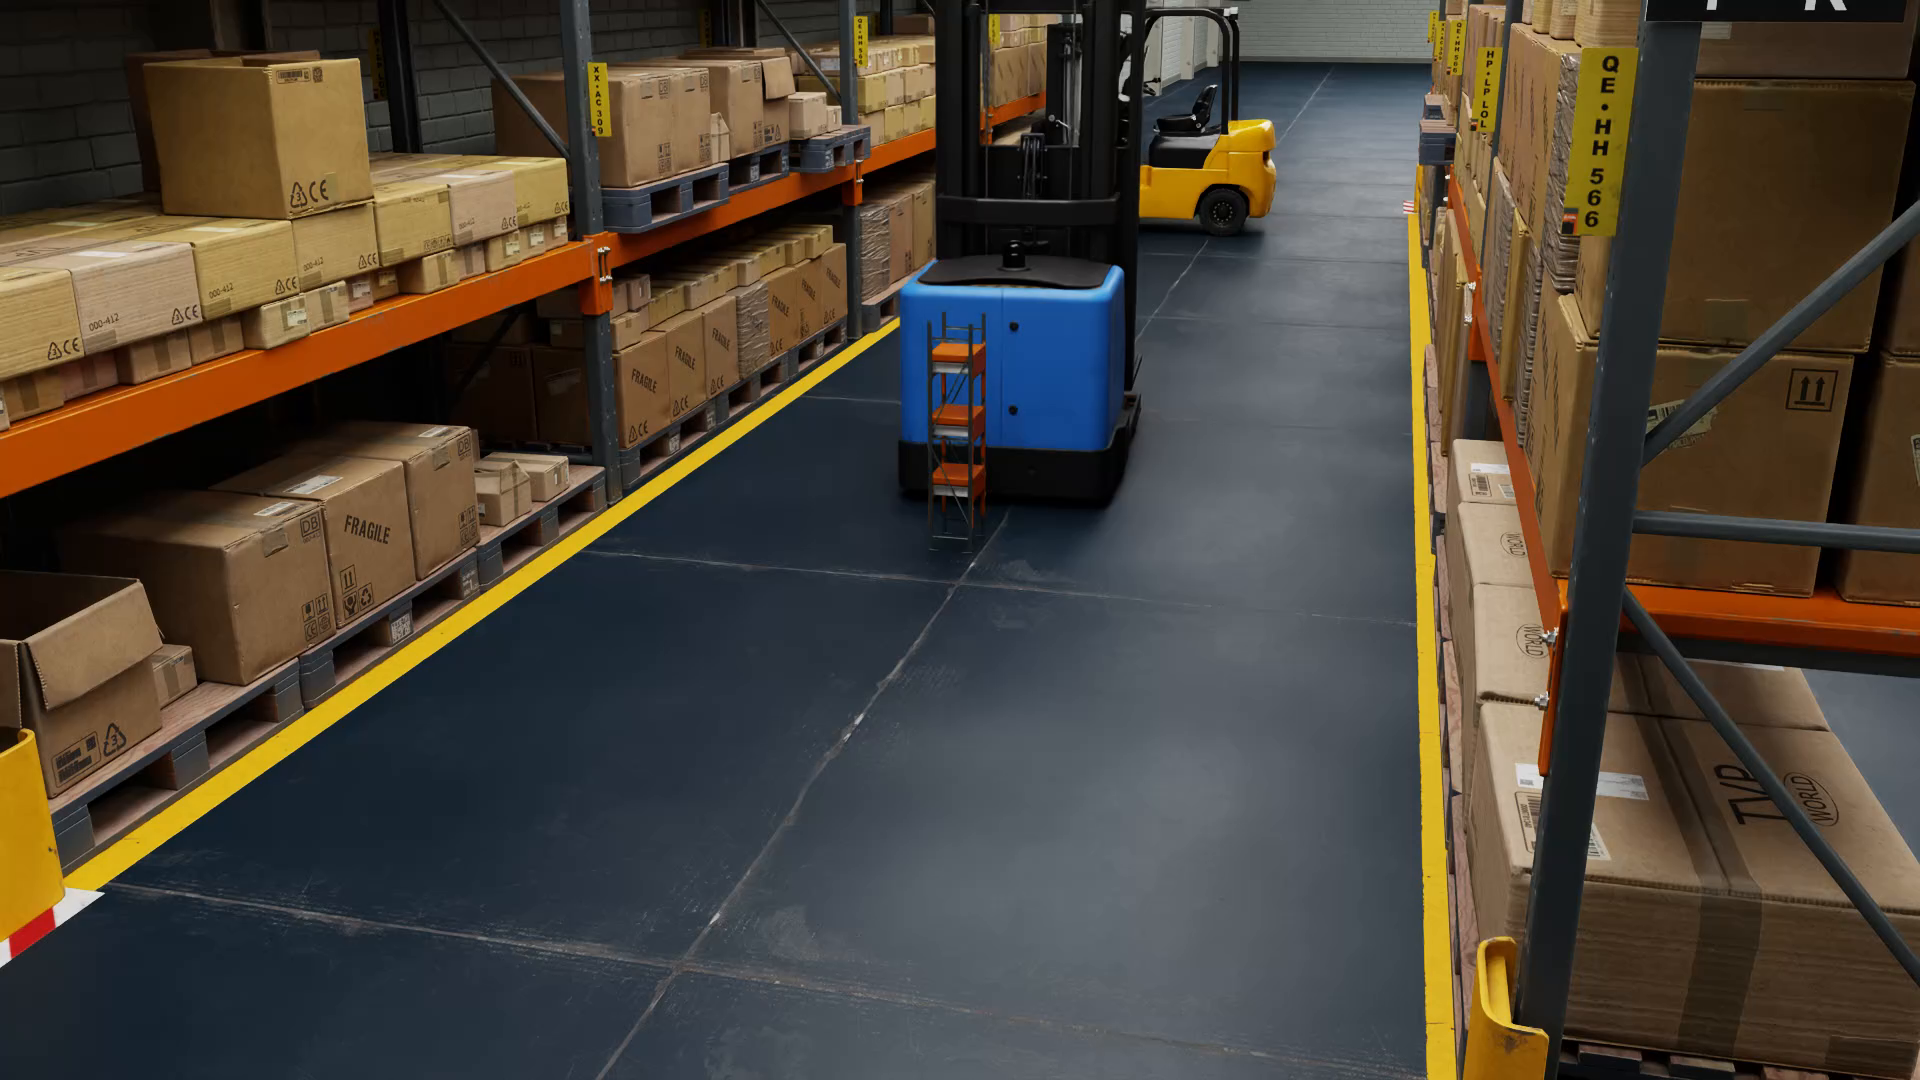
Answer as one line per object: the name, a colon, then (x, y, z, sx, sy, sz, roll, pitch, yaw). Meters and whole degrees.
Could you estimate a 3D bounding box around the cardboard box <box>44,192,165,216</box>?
cardboard box: (-2.919, -1.102, 6.044, 0.500, 0.250, 0.500, 5, 19, 13)

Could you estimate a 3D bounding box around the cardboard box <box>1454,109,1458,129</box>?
cardboard box: (3.461, -2.794, 10.966, 0.380, 0.149, 0.250, 5, 19, 14)

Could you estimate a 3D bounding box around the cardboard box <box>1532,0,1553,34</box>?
cardboard box: (2.026, -1.679, 5.259, 0.380, 0.149, 0.250, 4, 19, 12)

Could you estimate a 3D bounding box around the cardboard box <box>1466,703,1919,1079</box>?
cardboard box: (1.724, 0.803, 4.010, 0.875, 0.438, 0.875, 4, 19, 12)

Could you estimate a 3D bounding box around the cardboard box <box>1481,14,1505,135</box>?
cardboard box: (2.622, -2.093, 7.472, 0.500, 0.500, 0.500, 5, 19, 14)

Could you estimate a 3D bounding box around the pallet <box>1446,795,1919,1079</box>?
pallet: (1.779, 1.067, 4.237, 1.003, 0.211, 1.213, 5, 19, 13)

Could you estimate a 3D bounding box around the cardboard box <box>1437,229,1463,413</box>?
cardboard box: (3.143, -1.207, 9.219, 0.875, 0.875, 0.875, 5, 19, 14)

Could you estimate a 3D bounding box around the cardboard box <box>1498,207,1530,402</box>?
cardboard box: (1.887, -0.696, 4.930, 0.500, 0.500, 0.500, 5, 20, 15)

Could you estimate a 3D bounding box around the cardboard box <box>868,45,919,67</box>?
cardboard box: (-0.532, -3.730, 12.810, 0.380, 0.149, 0.250, 5, 20, 15)

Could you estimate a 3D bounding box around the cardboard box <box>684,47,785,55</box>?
cardboard box: (-1.478, -2.991, 11.000, 0.500, 0.500, 0.500, 6, 20, 16)

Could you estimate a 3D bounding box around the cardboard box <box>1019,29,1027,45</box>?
cardboard box: (0.451, -4.980, 16.469, 0.380, 0.149, 0.250, 4, 19, 12)

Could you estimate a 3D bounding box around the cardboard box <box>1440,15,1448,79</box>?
cardboard box: (4.199, -4.020, 13.550, 0.500, 0.500, 0.500, 5, 20, 15)

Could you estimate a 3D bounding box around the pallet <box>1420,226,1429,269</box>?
pallet: (4.721, -2.651, 15.121, 1.003, 0.211, 1.213, 5, 19, 13)

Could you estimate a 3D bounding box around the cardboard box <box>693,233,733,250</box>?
cardboard box: (-1.704, -1.913, 10.860, 0.380, 0.149, 0.250, 5, 19, 14)

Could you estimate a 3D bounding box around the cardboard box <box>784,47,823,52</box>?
cardboard box: (-1.247, -3.616, 12.475, 0.380, 0.149, 0.250, 4, 19, 12)

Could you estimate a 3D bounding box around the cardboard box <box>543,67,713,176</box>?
cardboard box: (-1.716, -2.183, 8.633, 0.700, 0.500, 0.500, 5, 19, 14)

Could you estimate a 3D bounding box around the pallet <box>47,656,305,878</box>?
pallet: (-2.942, 0.659, 5.431, 1.003, 0.211, 1.213, 5, 19, 13)

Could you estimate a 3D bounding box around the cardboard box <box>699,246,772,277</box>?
cardboard box: (-1.388, -1.718, 10.290, 0.380, 0.149, 0.250, 4, 19, 13)

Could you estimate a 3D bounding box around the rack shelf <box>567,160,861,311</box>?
rack shelf: (-1.689, -1.927, 9.801, 1.077, 0.370, 4.000, 5, 19, 13)

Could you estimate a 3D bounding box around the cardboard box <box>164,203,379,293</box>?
cardboard box: (-2.435, -1.056, 5.912, 0.500, 0.250, 0.500, 4, 19, 12)

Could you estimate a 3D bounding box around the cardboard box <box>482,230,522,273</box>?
cardboard box: (-2.093, -1.235, 7.051, 0.380, 0.149, 0.250, 5, 20, 15)

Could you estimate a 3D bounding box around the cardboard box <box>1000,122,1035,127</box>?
cardboard box: (0.712, -4.284, 17.646, 0.500, 0.250, 0.500, 5, 19, 14)

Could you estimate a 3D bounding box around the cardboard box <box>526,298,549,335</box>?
cardboard box: (-2.308, -1.184, 8.728, 0.380, 0.149, 0.250, 5, 19, 13)

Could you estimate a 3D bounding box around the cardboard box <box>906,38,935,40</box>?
cardboard box: (-0.247, -4.223, 14.251, 0.380, 0.149, 0.250, 5, 19, 13)

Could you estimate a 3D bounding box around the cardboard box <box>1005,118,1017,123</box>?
cardboard box: (0.335, -4.480, 18.219, 0.500, 0.250, 0.500, 5, 19, 13)

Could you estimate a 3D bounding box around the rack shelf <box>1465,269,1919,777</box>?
rack shelf: (2.148, -0.282, 4.986, 1.077, 0.370, 4.000, 5, 19, 13)

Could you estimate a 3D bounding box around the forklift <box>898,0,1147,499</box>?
forklift: (0.455, -2.023, 9.077, 1.130, 2.935, 3.031, 3, 19, 9)

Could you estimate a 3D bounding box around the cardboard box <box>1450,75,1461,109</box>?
cardboard box: (3.455, -3.054, 10.725, 0.500, 0.500, 0.500, 4, 19, 12)

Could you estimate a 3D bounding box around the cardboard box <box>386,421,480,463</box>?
cardboard box: (-2.568, -0.378, 7.665, 0.500, 0.311, 0.500, 5, 20, 15)

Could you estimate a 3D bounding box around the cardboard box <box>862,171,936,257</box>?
cardboard box: (-0.537, -2.816, 14.315, 0.875, 0.625, 0.625, 4, 19, 13)

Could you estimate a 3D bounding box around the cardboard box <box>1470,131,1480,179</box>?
cardboard box: (2.744, -1.893, 8.046, 0.500, 0.250, 0.500, 5, 20, 15)

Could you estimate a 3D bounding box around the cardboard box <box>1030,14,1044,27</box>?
cardboard box: (0.657, -5.360, 17.120, 0.380, 0.149, 0.250, 5, 19, 14)

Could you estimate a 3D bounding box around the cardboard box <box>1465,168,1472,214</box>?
cardboard box: (2.891, -1.817, 8.600, 0.500, 0.250, 0.500, 5, 19, 13)

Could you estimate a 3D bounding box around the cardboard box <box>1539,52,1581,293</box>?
cardboard box: (1.645, -0.852, 3.841, 0.500, 0.500, 0.500, 5, 19, 14)

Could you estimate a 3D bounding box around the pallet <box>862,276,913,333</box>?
pallet: (-0.961, -1.829, 12.717, 1.003, 0.211, 1.213, 5, 19, 13)

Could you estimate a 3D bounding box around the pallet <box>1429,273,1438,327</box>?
pallet: (4.106, -1.810, 12.659, 1.003, 0.211, 1.213, 5, 19, 13)

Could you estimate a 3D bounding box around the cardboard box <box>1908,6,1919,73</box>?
cardboard box: (2.009, -1.000, 3.271, 0.380, 0.149, 0.250, 5, 20, 15)

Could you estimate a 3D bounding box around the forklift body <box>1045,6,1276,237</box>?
forklift body: (2.060, -4.261, 16.836, 2.313, 2.155, 1.214, 5, 19, 13)

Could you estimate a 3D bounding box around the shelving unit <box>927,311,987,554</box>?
shelving unit: (-0.013, -0.480, 7.469, 0.215, 1.050, 0.252, 5, 19, 13)

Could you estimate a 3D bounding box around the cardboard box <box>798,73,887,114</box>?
cardboard box: (-0.831, -3.178, 11.808, 0.500, 0.250, 0.500, 5, 19, 13)

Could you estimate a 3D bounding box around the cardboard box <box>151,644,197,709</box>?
cardboard box: (-2.772, 0.449, 5.492, 0.380, 0.149, 0.250, 4, 19, 11)

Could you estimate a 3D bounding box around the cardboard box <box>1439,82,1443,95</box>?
cardboard box: (4.459, -4.104, 14.447, 0.500, 0.500, 0.500, 4, 19, 12)

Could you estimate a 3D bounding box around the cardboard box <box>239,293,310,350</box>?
cardboard box: (-2.446, -0.749, 5.628, 0.380, 0.149, 0.250, 4, 19, 12)

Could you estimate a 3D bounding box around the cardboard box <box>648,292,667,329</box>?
cardboard box: (-1.788, -1.229, 8.859, 0.380, 0.149, 0.250, 4, 19, 11)

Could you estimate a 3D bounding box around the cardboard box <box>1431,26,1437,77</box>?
cardboard box: (5.184, -5.072, 17.282, 0.500, 0.500, 0.500, 4, 19, 13)

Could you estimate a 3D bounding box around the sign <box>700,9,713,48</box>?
sign: (-1.739, -3.485, 11.458, 0.100, 0.325, 0.005, 5, 19, 13)

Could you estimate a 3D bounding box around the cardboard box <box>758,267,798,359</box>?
cardboard box: (-1.353, -1.440, 10.481, 0.500, 0.500, 0.500, 6, 20, 16)

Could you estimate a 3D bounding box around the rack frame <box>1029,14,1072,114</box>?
rack frame: (0.754, -5.402, 18.861, 1.000, 3.000, 0.127, 5, 19, 13)

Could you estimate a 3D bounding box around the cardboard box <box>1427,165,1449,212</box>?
cardboard box: (4.476, -3.216, 14.907, 0.500, 0.500, 0.500, 4, 19, 13)

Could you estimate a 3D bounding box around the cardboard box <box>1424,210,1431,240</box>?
cardboard box: (4.475, -2.861, 15.028, 0.500, 0.250, 0.500, 6, 20, 16)

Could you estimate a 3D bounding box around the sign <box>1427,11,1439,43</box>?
sign: (5.042, -5.463, 17.702, 0.100, 0.325, 0.005, 5, 19, 13)

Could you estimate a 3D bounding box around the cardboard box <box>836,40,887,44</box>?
cardboard box: (-0.823, -4.093, 13.872, 0.380, 0.149, 0.250, 5, 19, 13)

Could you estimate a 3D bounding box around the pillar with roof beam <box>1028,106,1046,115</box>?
pillar with roof beam: (5.351, -9.634, 21.971, 9.100, 9.000, 0.400, 5, 19, 13)
